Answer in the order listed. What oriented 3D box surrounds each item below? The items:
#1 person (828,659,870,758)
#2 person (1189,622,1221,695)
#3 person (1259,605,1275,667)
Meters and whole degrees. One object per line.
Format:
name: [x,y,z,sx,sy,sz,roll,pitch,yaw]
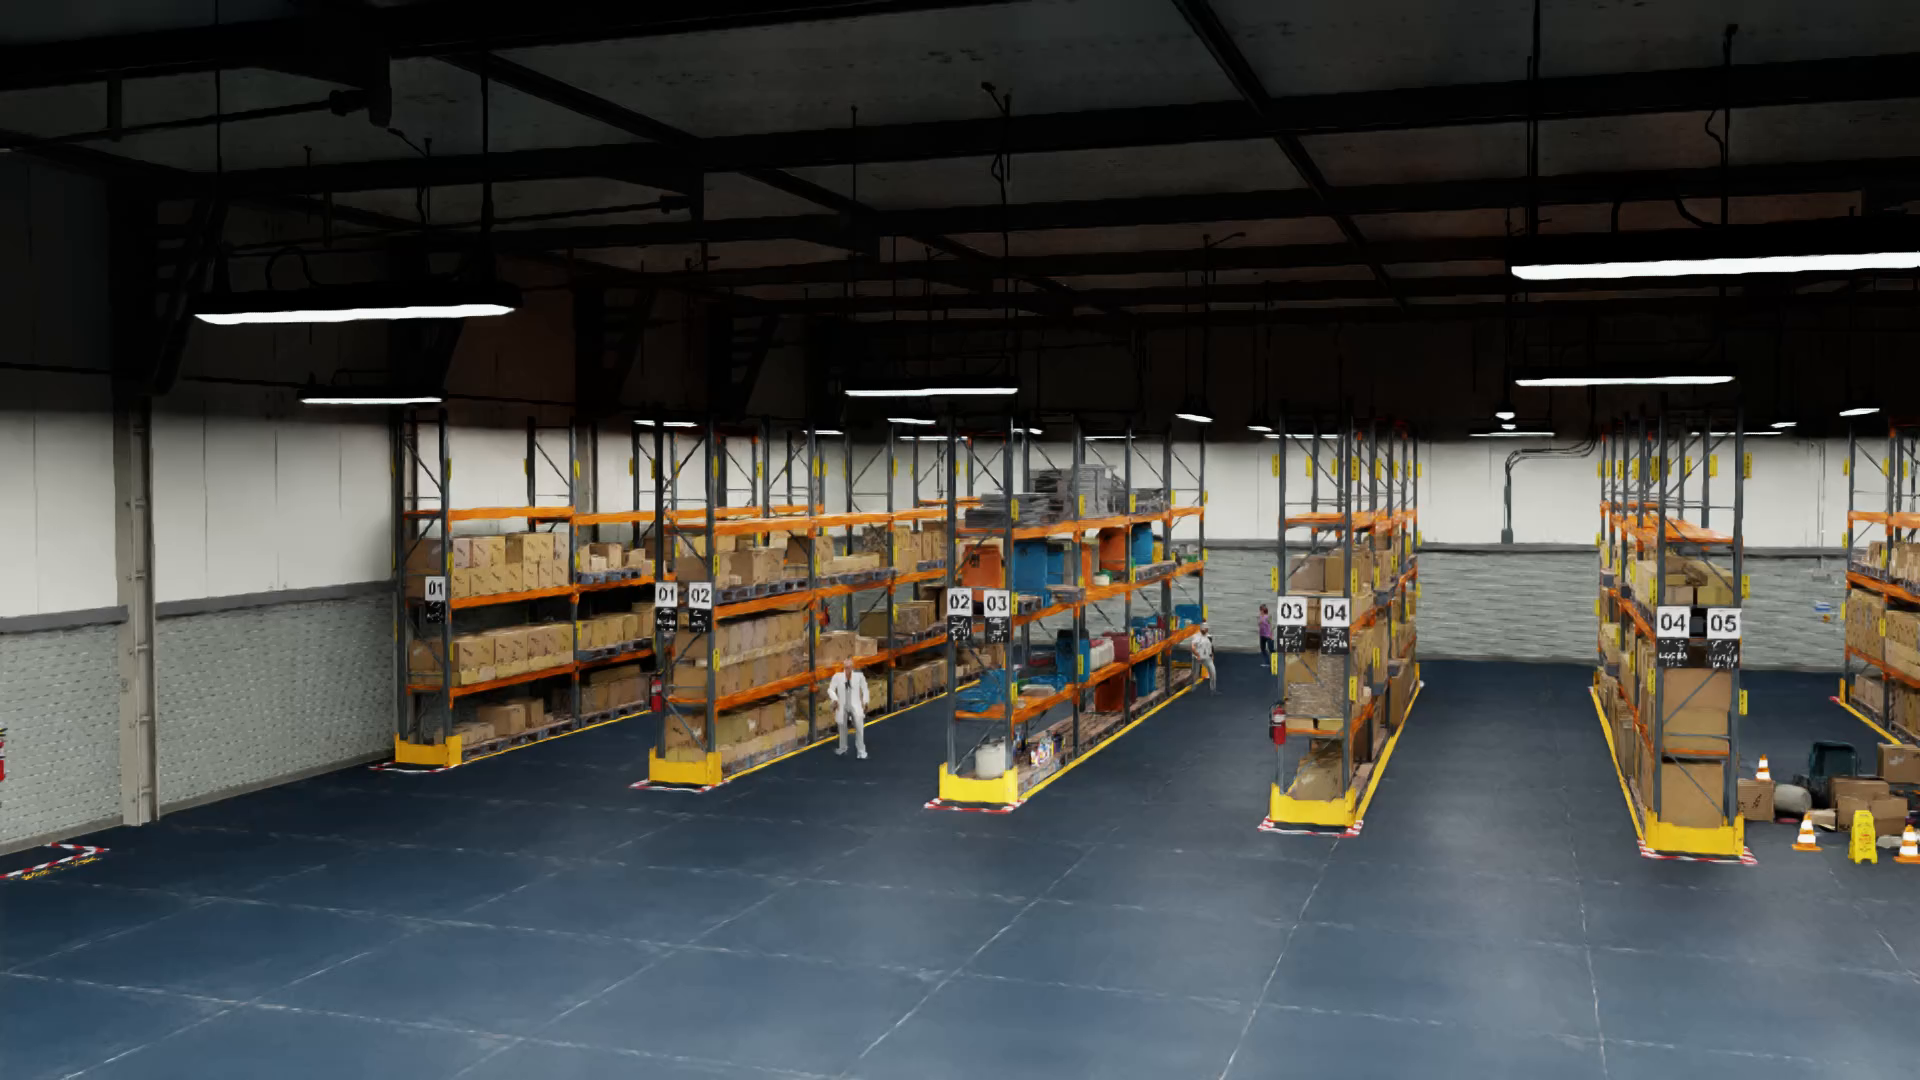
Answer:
person: [-1.913,2.896,28.849,0.735,1.712,0.905,0,2,2]
person: [5.397,2.607,36.934,0.619,1.612,0.726,0,2,-11]
person: [7.797,2.417,41.971,0.508,1.584,0.469,-2,3,-33]
